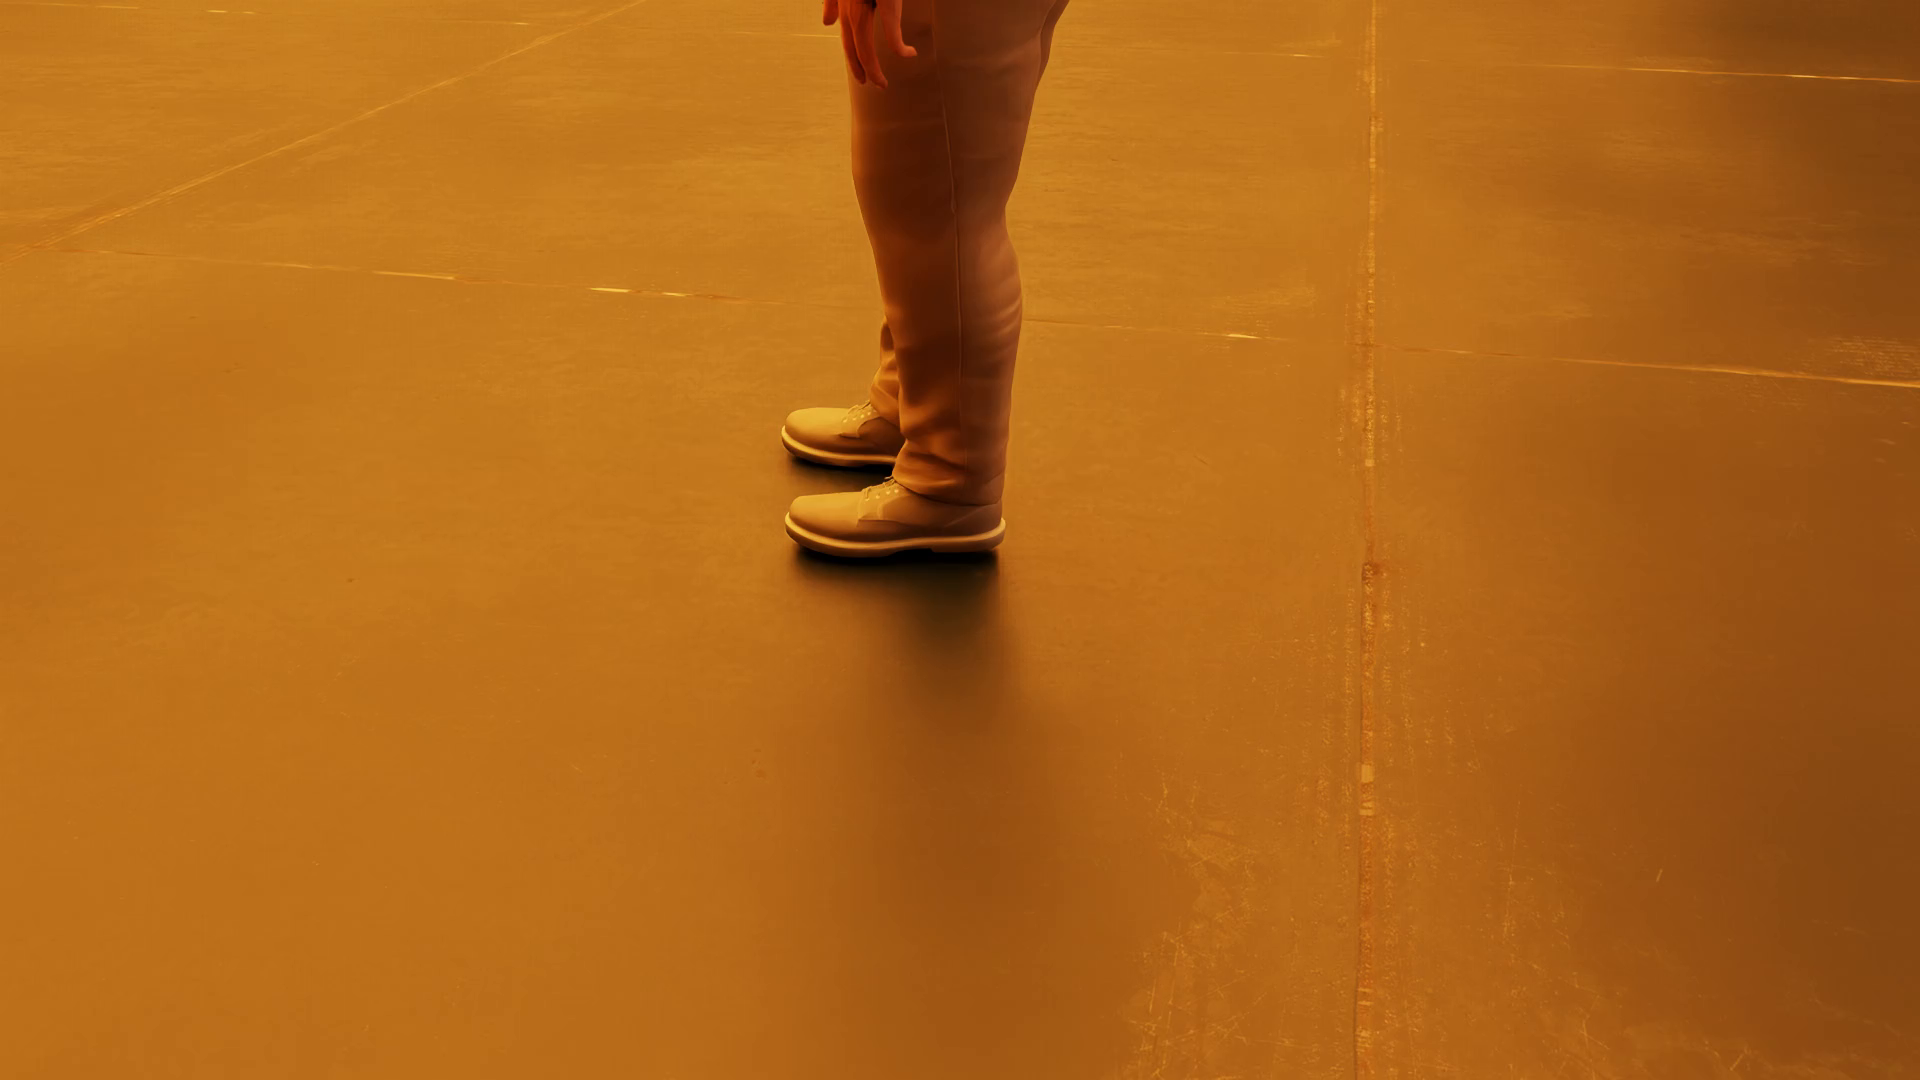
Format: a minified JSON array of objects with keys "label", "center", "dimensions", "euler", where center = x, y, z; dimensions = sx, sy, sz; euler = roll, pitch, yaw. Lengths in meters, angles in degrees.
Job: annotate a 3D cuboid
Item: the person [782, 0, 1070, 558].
[{"label":"person","center":[-0.085,-0.792,2.136],"dimensions":[0.551,1.727,0.640],"euler":[6,27,11]}]
